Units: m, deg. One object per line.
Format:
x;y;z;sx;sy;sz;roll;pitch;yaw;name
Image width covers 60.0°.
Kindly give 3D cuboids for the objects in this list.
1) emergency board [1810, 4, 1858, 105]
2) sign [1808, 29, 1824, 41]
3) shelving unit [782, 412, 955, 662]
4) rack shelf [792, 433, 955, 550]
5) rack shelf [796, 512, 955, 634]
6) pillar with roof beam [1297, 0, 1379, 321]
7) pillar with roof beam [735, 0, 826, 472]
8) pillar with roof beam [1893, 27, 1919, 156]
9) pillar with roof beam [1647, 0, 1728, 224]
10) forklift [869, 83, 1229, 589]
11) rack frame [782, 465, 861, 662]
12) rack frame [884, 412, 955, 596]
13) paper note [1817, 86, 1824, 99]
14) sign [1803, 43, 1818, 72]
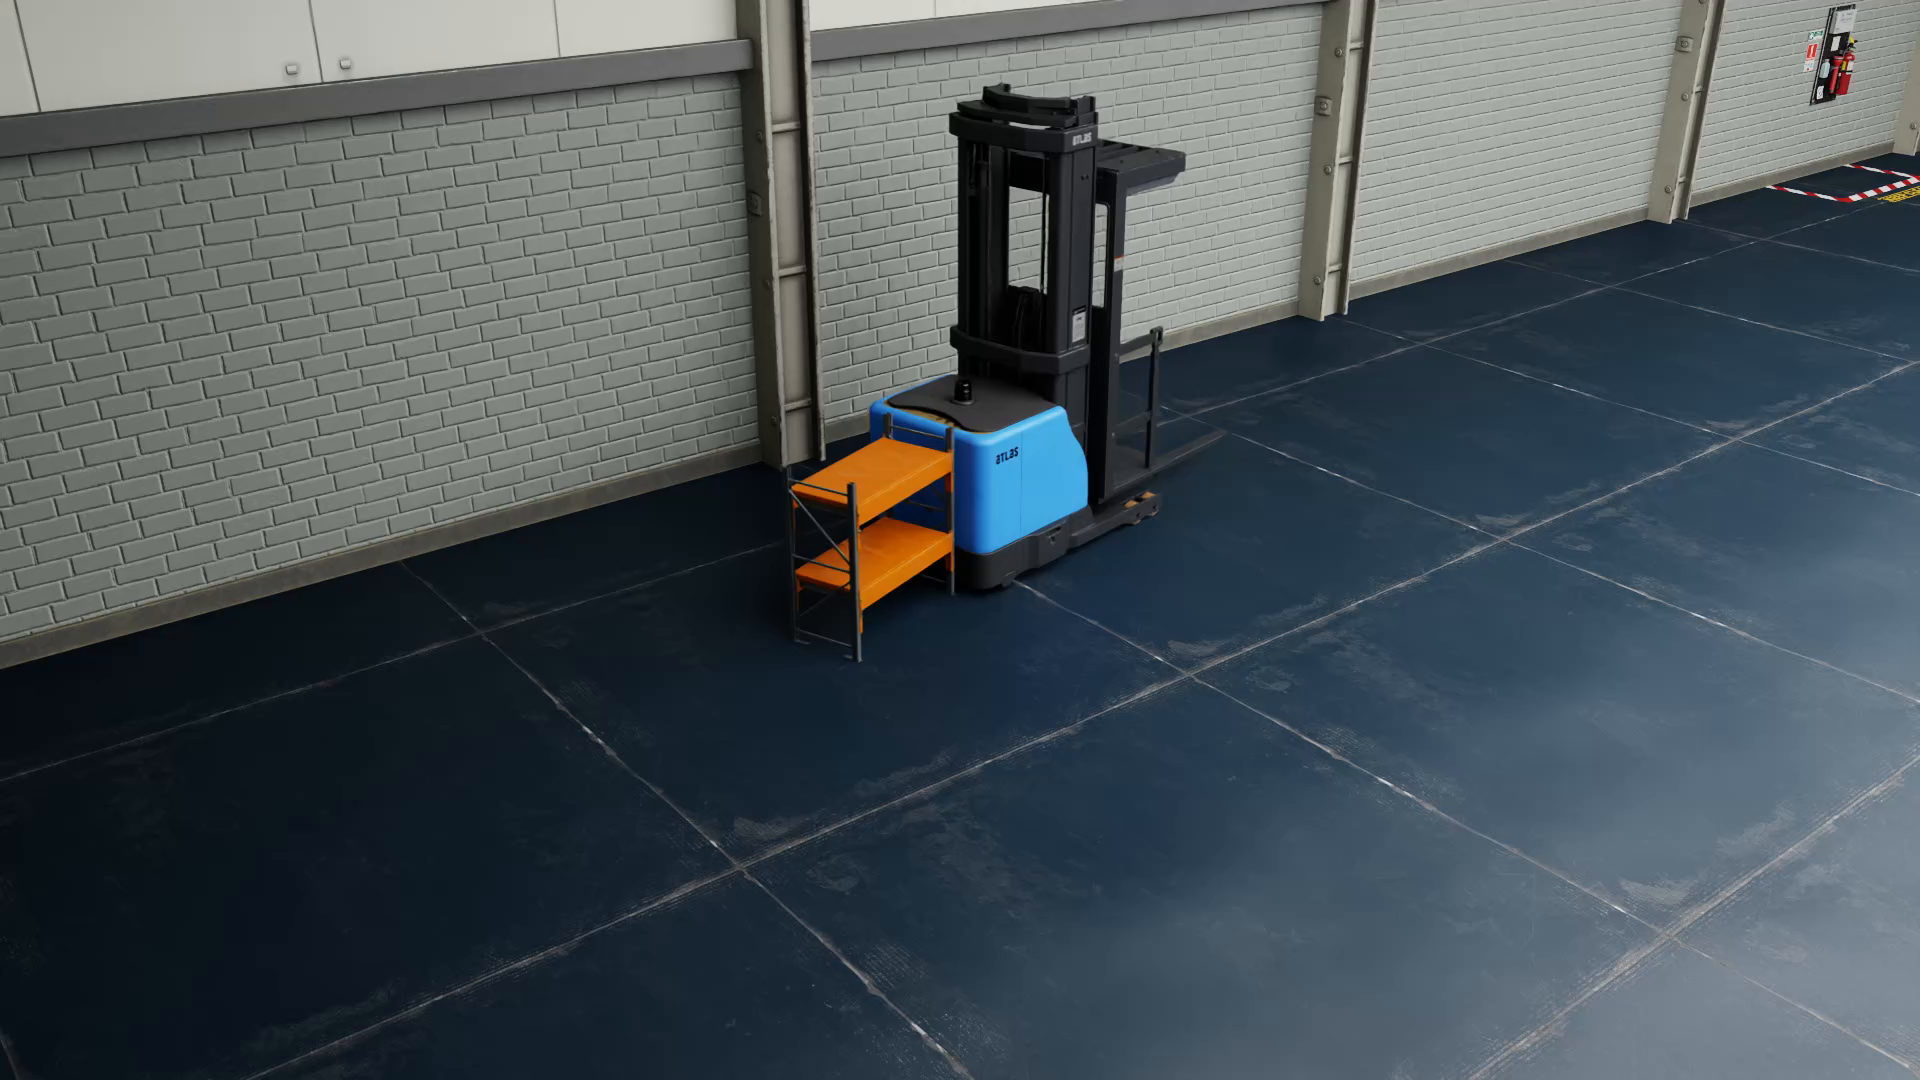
10.936;-6.015;20.648;0.643;1.169;0.194;-18;31;-34;emergency board
10.446;-6.161;20.289;0.331;0.109;0.001;-18;31;-34;sign
-0.525;-0.037;9.993;0.538;1.125;1.048;15;29;29;shelving unit
-0.525;-0.302;9.870;0.538;0.278;1.000;15;29;29;rack shelf
-0.525;0.185;10.096;0.538;0.278;1.000;15;29;29;rack shelf
6.118;-4.822;10.951;0.400;9.000;9.100;-18;31;-34;pillar with roof beam
1.396;-3.264;7.593;0.400;9.000;9.100;-18;31;-34;pillar with roof beam
15.561;-7.940;17.668;0.400;9.000;9.100;-18;31;-34;pillar with roof beam
10.839;-6.381;14.310;0.400;9.000;9.100;-18;31;-34;pillar with roof beam
0.763;-1.560;11.130;1.130;2.935;3.031;21;32;37;forklift
-0.797;0.144;9.604;0.500;1.125;0.032;15;29;29;rack frame
-0.253;-0.218;10.383;0.500;1.125;0.032;15;29;29;rack frame
10.754;-5.593;20.783;0.142;0.148;0.016;-18;31;-34;paper note
10.437;-5.922;20.404;0.234;0.329;0.001;-18;31;-34;sign
